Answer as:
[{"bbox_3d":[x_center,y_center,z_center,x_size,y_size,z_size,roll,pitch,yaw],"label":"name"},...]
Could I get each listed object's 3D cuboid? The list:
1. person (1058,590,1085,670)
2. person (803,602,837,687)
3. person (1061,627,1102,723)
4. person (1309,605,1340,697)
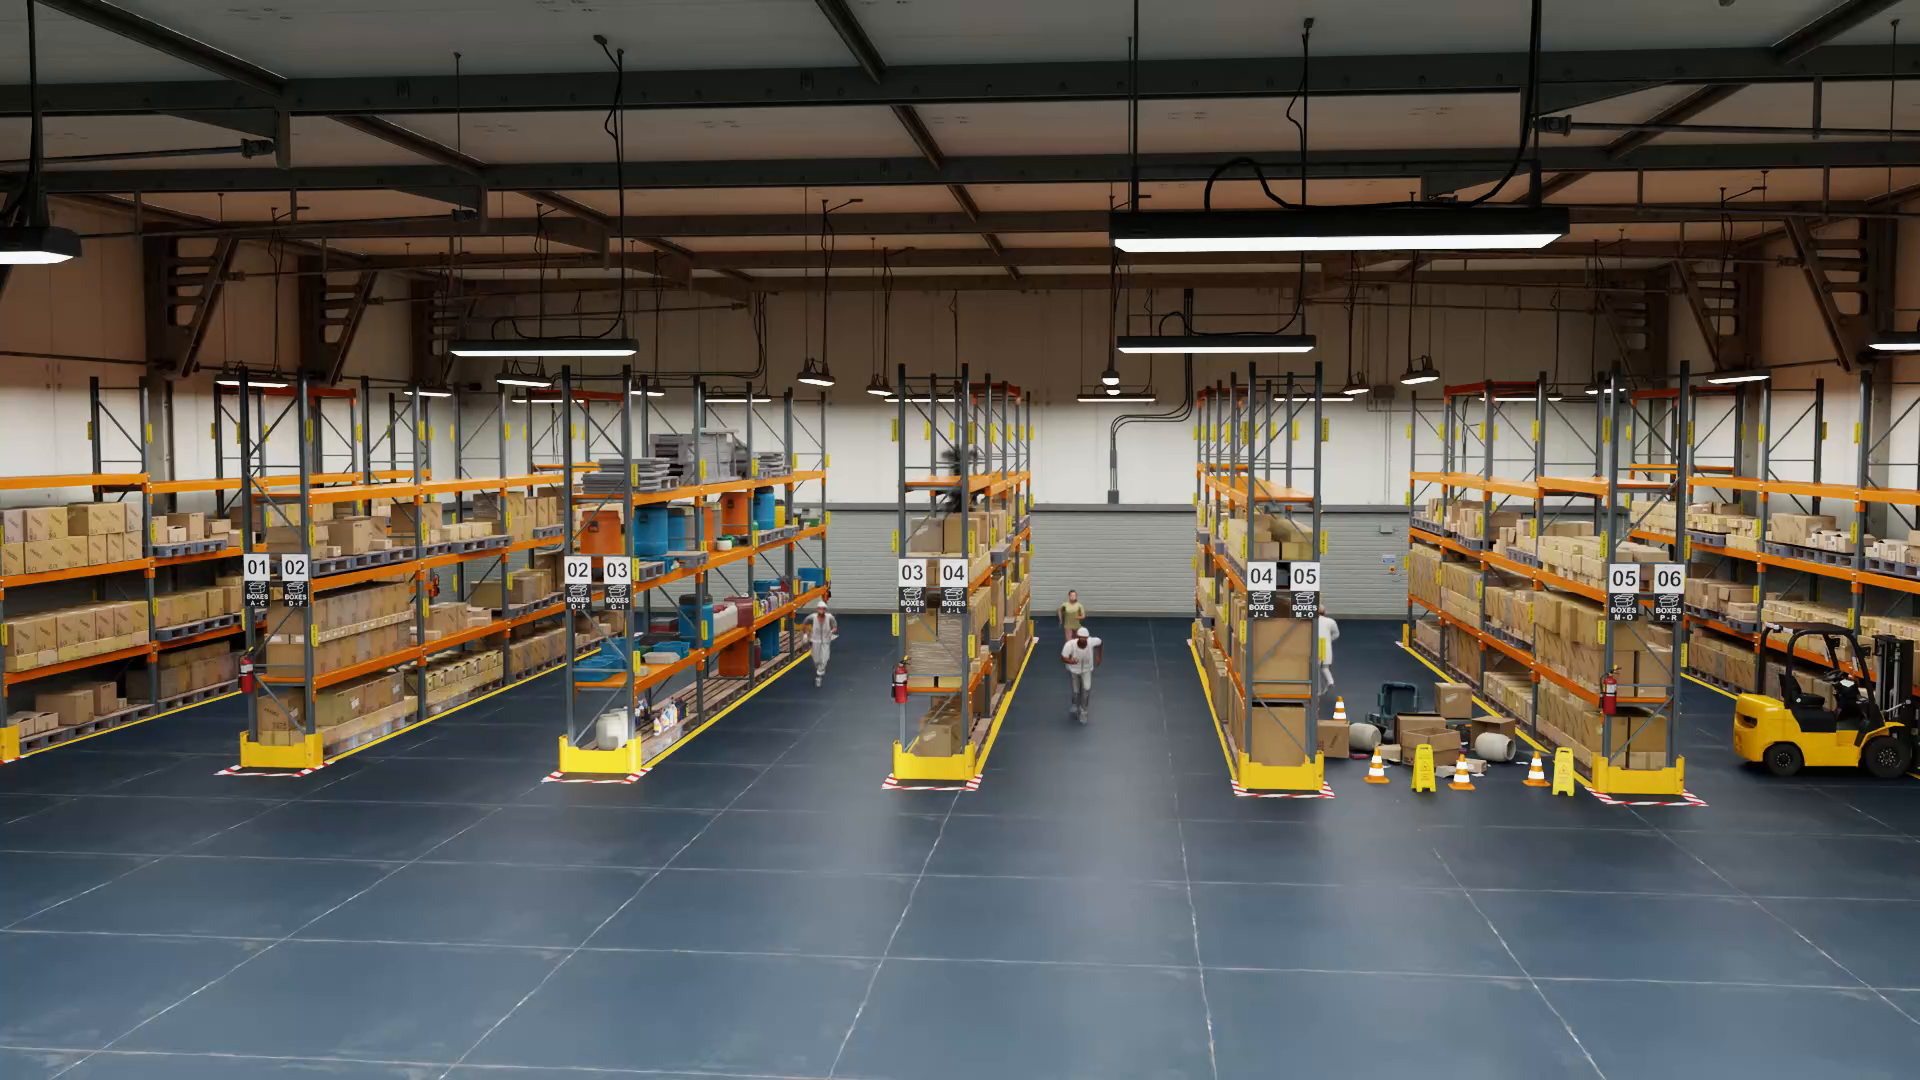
[{"bbox_3d":[2.379,1.909,35.254,0.548,1.681,0.688,0,4,-2],"label":"person"},{"bbox_3d":[-2.764,2.051,32.876,0.660,1.709,0.744,-1,4,-12],"label":"person"},{"bbox_3d":[2.113,2.337,29.033,0.751,1.714,1.014,0,4,-5],"label":"person"},{"bbox_3d":[6.886,2.117,31.541,0.705,1.735,0.876,0,4,-4],"label":"person"}]
